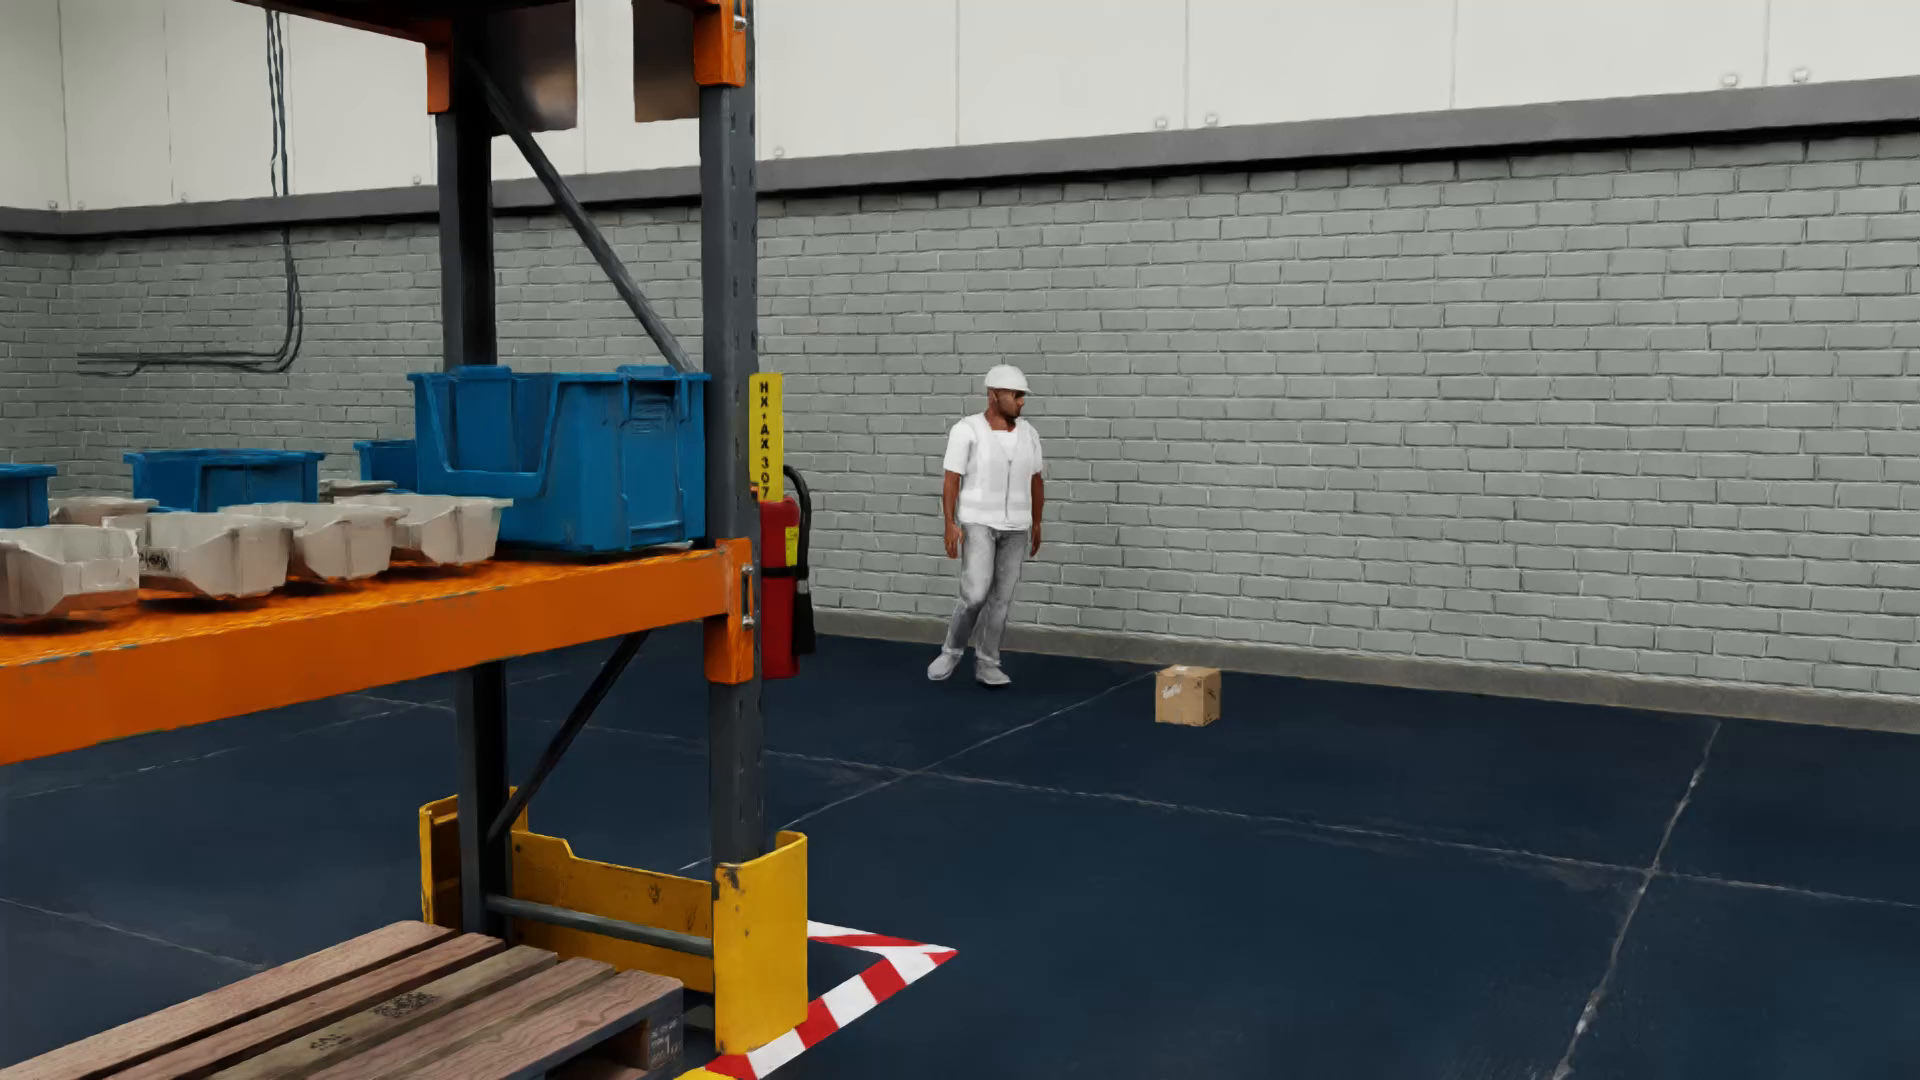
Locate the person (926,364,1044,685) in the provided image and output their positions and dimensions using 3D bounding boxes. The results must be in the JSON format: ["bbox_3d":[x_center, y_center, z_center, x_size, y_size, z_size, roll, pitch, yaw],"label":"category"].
[{"bbox_3d":[0.160,-0.076,9.080,0.690,1.754,0.453,-3,7,-26],"label":"person"}]
